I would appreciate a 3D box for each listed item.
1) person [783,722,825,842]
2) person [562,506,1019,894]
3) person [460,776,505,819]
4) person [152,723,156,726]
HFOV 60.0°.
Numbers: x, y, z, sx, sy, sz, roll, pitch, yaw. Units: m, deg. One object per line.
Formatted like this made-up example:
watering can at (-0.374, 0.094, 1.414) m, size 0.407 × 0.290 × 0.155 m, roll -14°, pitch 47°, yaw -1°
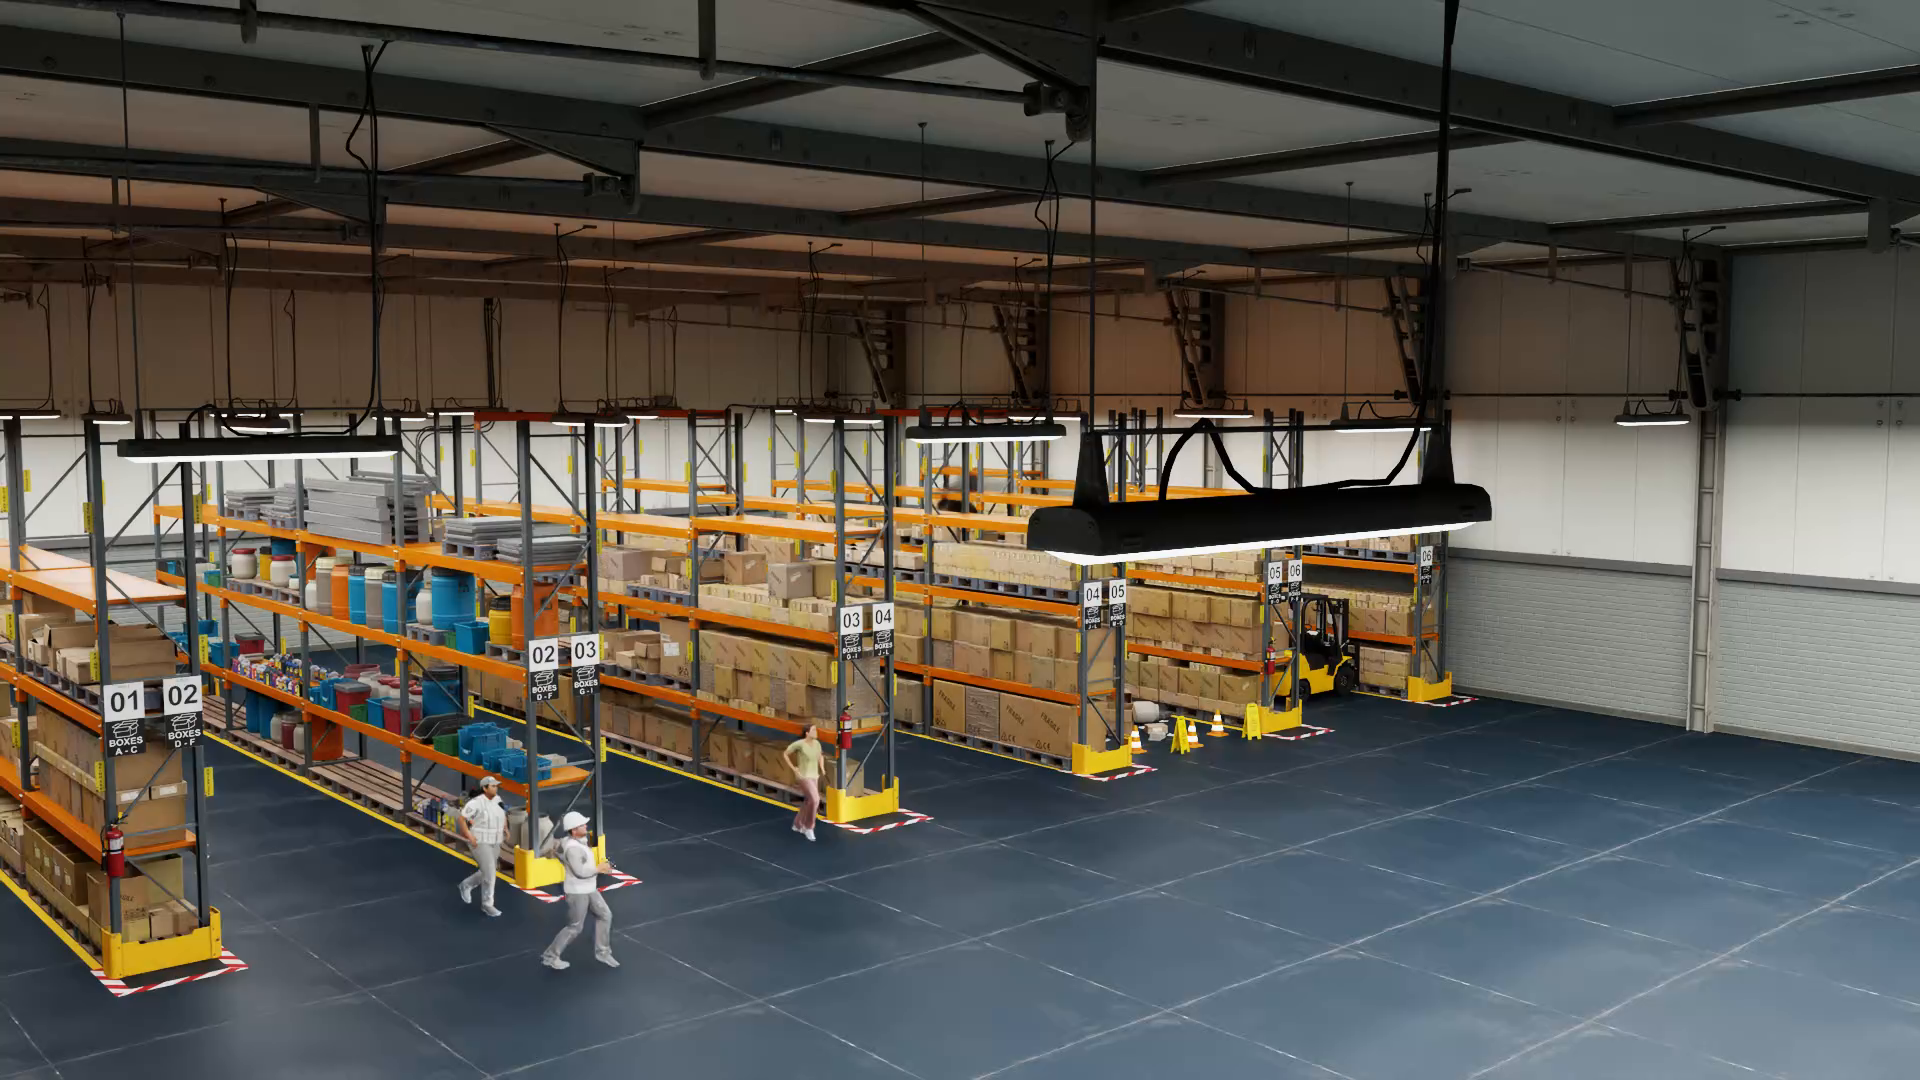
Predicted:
person at (-2.164, 3.425, 23.724) m, size 0.668 × 1.674 × 0.589 m, roll 5°, pitch 7°, yaw 42°
person at (-1.398, 1.492, 30.570) m, size 9.452 × 2.521 × 24.346 m, roll -1°, pitch 5°, yaw -8°
person at (-5.809, 3.268, 20.424) m, size 0.367 × 0.724 × 0.597 m, roll 3°, pitch 6°, yaw 27°
person at (-13.478, 3.092, 27.433) m, size 0.570 × 1.661 × 0.561 m, roll 4°, pitch 6°, yaw 37°
